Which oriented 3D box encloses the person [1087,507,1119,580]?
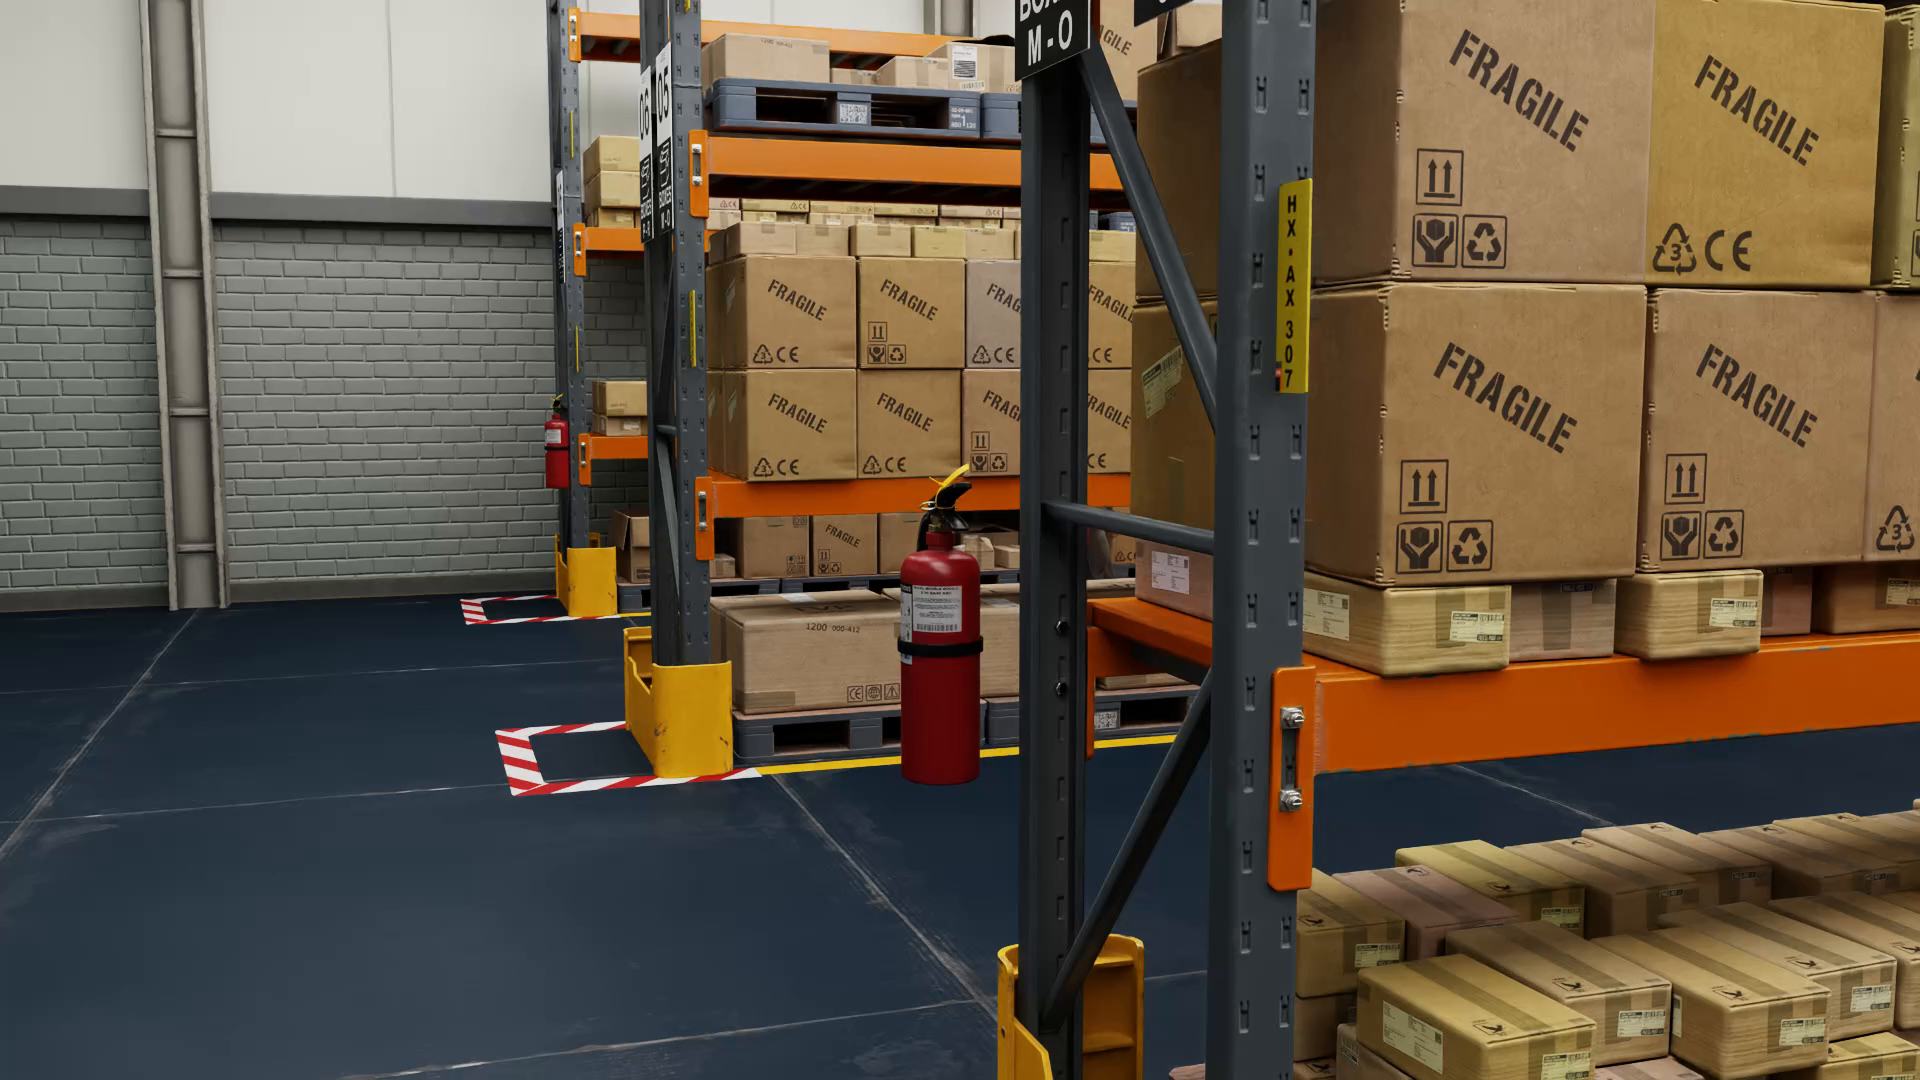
[{"bbox_3d":[0.827,0.009,10.201,0.434,1.530,0.438,-1,6,-8],"label":"person"}]
